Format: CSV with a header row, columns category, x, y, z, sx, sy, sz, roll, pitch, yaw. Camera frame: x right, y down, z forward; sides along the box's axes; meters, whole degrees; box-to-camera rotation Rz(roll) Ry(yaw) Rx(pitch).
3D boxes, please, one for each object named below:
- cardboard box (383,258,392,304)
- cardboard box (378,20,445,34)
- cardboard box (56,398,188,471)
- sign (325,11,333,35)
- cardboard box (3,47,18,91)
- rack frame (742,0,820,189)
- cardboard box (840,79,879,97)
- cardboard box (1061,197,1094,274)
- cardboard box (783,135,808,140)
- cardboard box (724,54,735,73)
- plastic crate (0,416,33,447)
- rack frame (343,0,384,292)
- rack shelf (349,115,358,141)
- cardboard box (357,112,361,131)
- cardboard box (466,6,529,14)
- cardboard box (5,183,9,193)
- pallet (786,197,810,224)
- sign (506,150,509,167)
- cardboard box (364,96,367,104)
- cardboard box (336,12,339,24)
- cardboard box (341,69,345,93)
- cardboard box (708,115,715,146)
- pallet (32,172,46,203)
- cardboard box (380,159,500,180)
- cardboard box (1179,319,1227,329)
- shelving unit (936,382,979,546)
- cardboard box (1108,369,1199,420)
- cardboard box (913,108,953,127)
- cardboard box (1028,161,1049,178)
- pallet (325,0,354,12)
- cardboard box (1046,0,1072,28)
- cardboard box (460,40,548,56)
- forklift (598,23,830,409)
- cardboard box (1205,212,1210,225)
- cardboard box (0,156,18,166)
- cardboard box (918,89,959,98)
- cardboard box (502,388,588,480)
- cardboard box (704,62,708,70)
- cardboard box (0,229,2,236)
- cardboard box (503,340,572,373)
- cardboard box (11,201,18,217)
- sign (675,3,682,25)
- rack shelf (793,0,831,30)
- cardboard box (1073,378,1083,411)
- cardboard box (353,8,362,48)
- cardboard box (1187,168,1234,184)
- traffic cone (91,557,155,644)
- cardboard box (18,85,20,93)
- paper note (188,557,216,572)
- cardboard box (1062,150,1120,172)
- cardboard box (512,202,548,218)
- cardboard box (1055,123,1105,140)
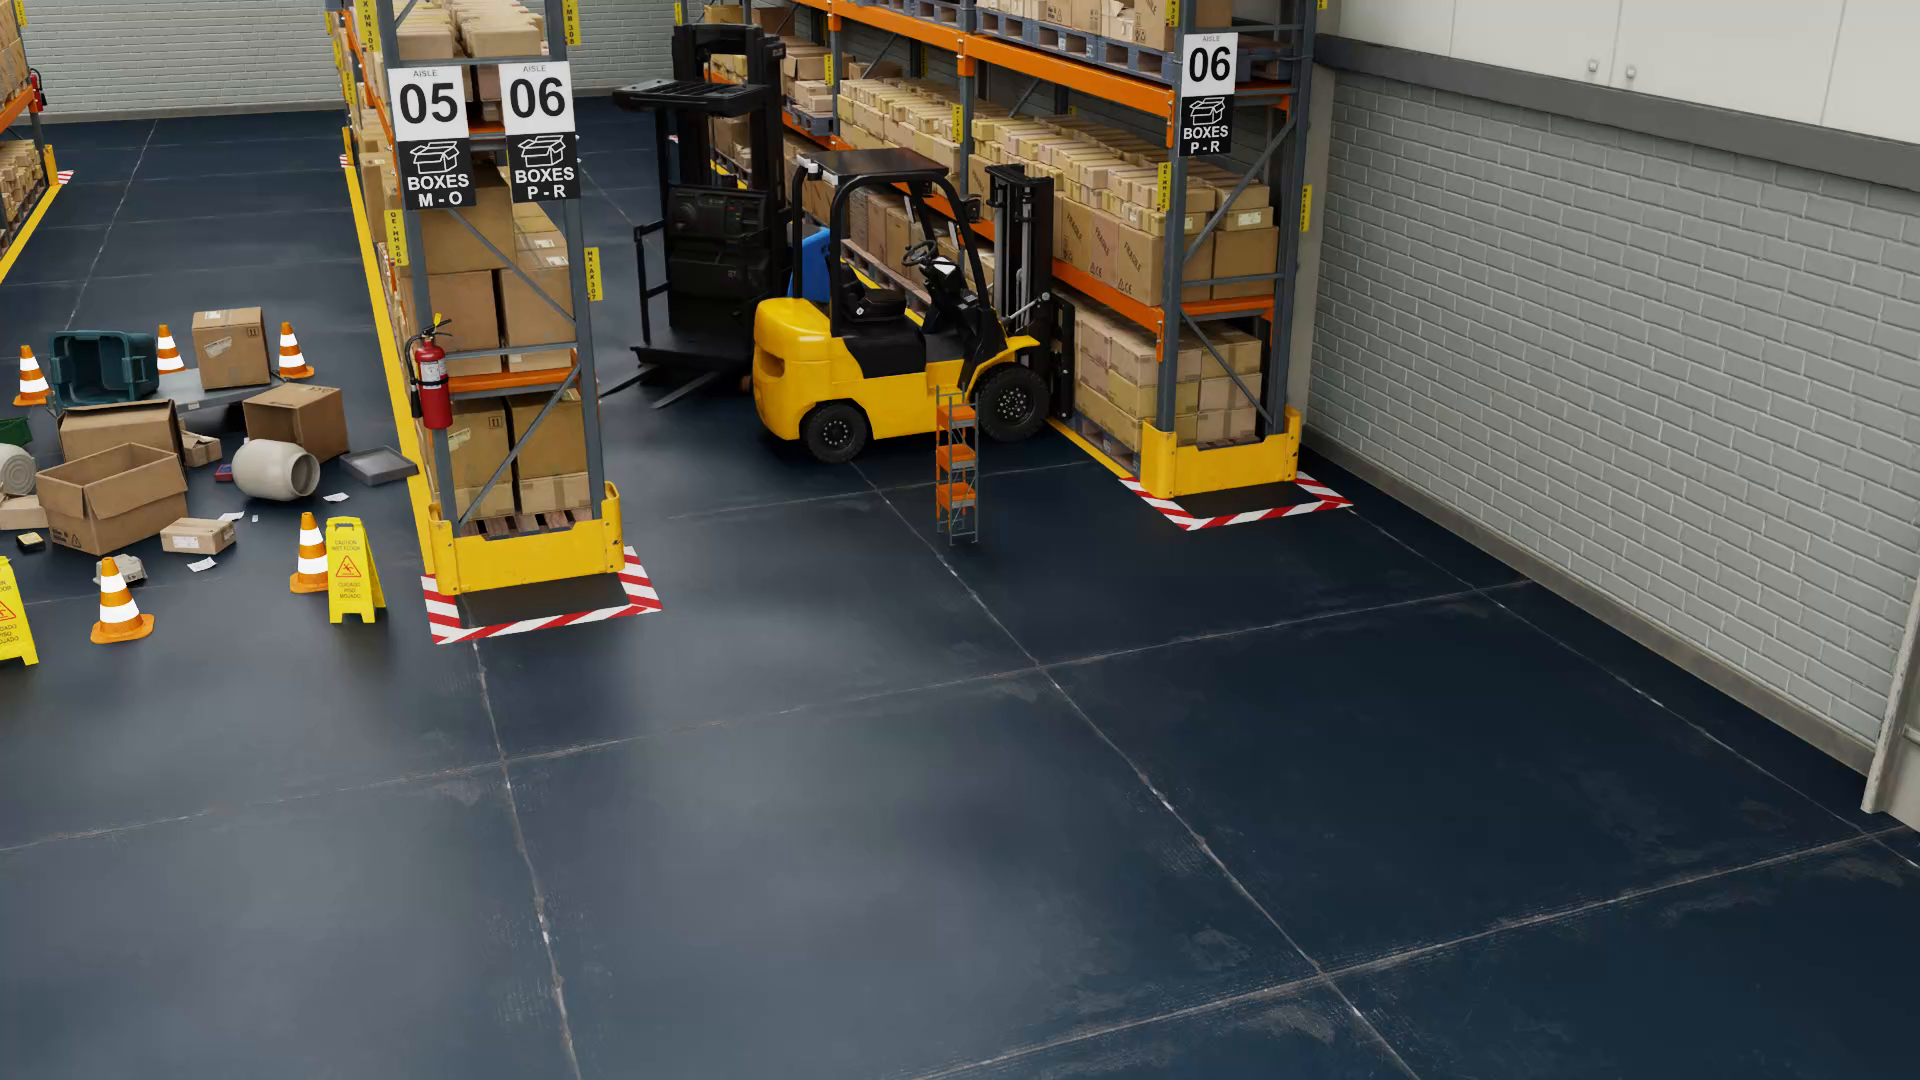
category,x,y,z,sx,sy,sz,roll,pitch,yaw
cardboard box,-5.110,-2.557,16.297,0.950,0.372,0.625,-9,24,-20
cardboard box,-3.301,-3.047,10.051,0.380,0.149,0.250,-9,24,-20
cardboard box,-6.070,-0.683,12.047,0.797,0.637,0.503,-8,24,-19
sign,-8.916,-7.316,23.529,0.100,0.325,0.005,-8,24,-19
cardboard box,-12.225,-5.923,20.930,0.500,0.500,0.500,-8,24,-19
rack frame,-2.339,-6.184,22.059,1.000,3.000,0.127,-8,24,-19
cardboard box,-1.089,-4.919,18.095,0.380,0.149,0.250,-8,24,-17
cardboard box,1.124,-2.388,12.926,0.500,0.500,0.500,-9,24,-20
cardboard box,-2.081,-5.078,21.278,0.380,0.149,0.250,-9,24,-20
cardboard box,-2.938,-6.583,22.817,0.500,0.250,0.500,-8,24,-19
plastic crate,-7.464,-0.726,12.657,0.450,0.188,0.662,-6,21,12
rack frame,-5.569,-4.048,16.992,1.000,3.000,0.127,-8,24,-19
rack shelf,-6.275,-4.443,18.856,1.077,0.370,4.000,-8,24,-19
cardboard box,-5.978,-4.350,17.259,0.500,0.250,0.500,-8,24,-19
cardboard box,-3.024,-3.405,10.902,0.380,0.149,0.250,-8,24,-18
cardboard box,-11.791,-4.240,20.194,0.380,0.149,0.250,-10,25,-22
pallet,-1.582,-4.164,20.859,1.003,0.211,1.213,-8,24,-19
sign,-3.651,-3.071,13.559,0.100,0.325,0.005,-8,24,-19
cardboard box,-5.242,-3.849,15.467,0.500,0.500,0.500,-8,24,-18
cardboard box,-7.388,-6.375,20.262,0.380,0.149,0.250,-9,24,-20
cardboard box,-7.763,-6.048,21.608,0.500,0.500,0.500,-9,24,-20
cardboard box,-3.360,-6.128,24.604,0.700,0.500,0.500,-7,24,-17
pallet,-12.709,-4.626,21.954,1.003,0.211,1.213,-8,24,-19
cardboard box,-3.299,-2.126,10.632,0.700,0.500,0.500,-8,24,-18
cardboard box,1.727,-1.592,12.878,0.500,0.250,0.500,-8,24,-19
shelving unit,-0.019,-0.503,11.092,0.215,1.050,0.252,-8,24,-19
cardboard box,1.435,-1.114,12.388,0.500,0.250,0.500,-9,24,-20
cardboard box,-0.238,-4.084,16.114,0.380,0.149,0.250,-9,24,-20
cardboard box,0.778,-3.001,13.544,0.380,0.149,0.250,-9,25,-21
pallet,-5.846,-5.570,16.984,1.213,0.211,1.003,-7,24,-17
cardboard box,1.076,-4.224,12.745,0.797,0.503,0.637,-8,24,-17
cardboard box,-2.840,-2.995,10.442,0.500,0.250,0.500,-9,24,-20
forklift,-2.162,-2.777,14.065,1.130,2.935,3.031,9,24,19
cardboard box,1.876,-2.408,12.138,0.380,0.149,0.250,-8,24,-19
cardboard box,-12.152,-4.756,21.035,0.380,0.149,0.250,-9,25,-21
cardboard box,-0.219,-4.617,17.379,0.380,0.149,0.250,-8,24,-19
cardboard box,-2.778,-0.753,11.208,0.500,0.500,0.500,-9,25,-21
cardboard box,-3.484,-6.889,24.057,0.380,0.149,0.250,-9,24,-20
cardboard box,-11.080,-3.593,18.590,0.500,0.500,0.500,-9,24,-20
cardboard box,-2.669,-1.177,10.504,0.380,0.149,0.250,-8,24,-19
cardboard box,-11.499,-3.938,19.862,0.380,0.149,0.250,-8,24,-17
sign,-4.260,-7.961,25.163,0.100,0.325,0.005,-8,24,-19
rack shelf,-1.633,-6.508,19.892,1.077,0.370,4.000,-8,24,-19
cardboard box,1.103,-1.242,13.335,0.500,0.250,0.500,-8,24,-18
cardboard box,-4.256,-3.847,12.464,0.500,0.250,0.500,-9,24,-20
cardboard box,1.814,-2.651,12.330,0.380,0.149,0.250,-8,24,-18
traffic cone,-5.020,0.325,9.884,0.336,0.463,0.334,-8,24,-19
cardboard box,-12.455,-5.859,21.612,0.380,0.149,0.250,-9,24,-20
paper note,-4.939,0.157,10.839,0.148,0.019,0.142,-18,29,-37
cardboard box,1.029,-2.963,13.072,0.380,0.149,0.250,-8,24,-18
cardboard box,-3.205,-2.091,11.837,0.500,0.500,0.500,-9,24,-20
cardboard box,1.038,-3.493,14.329,0.380,0.149,0.250,-9,24,-19
